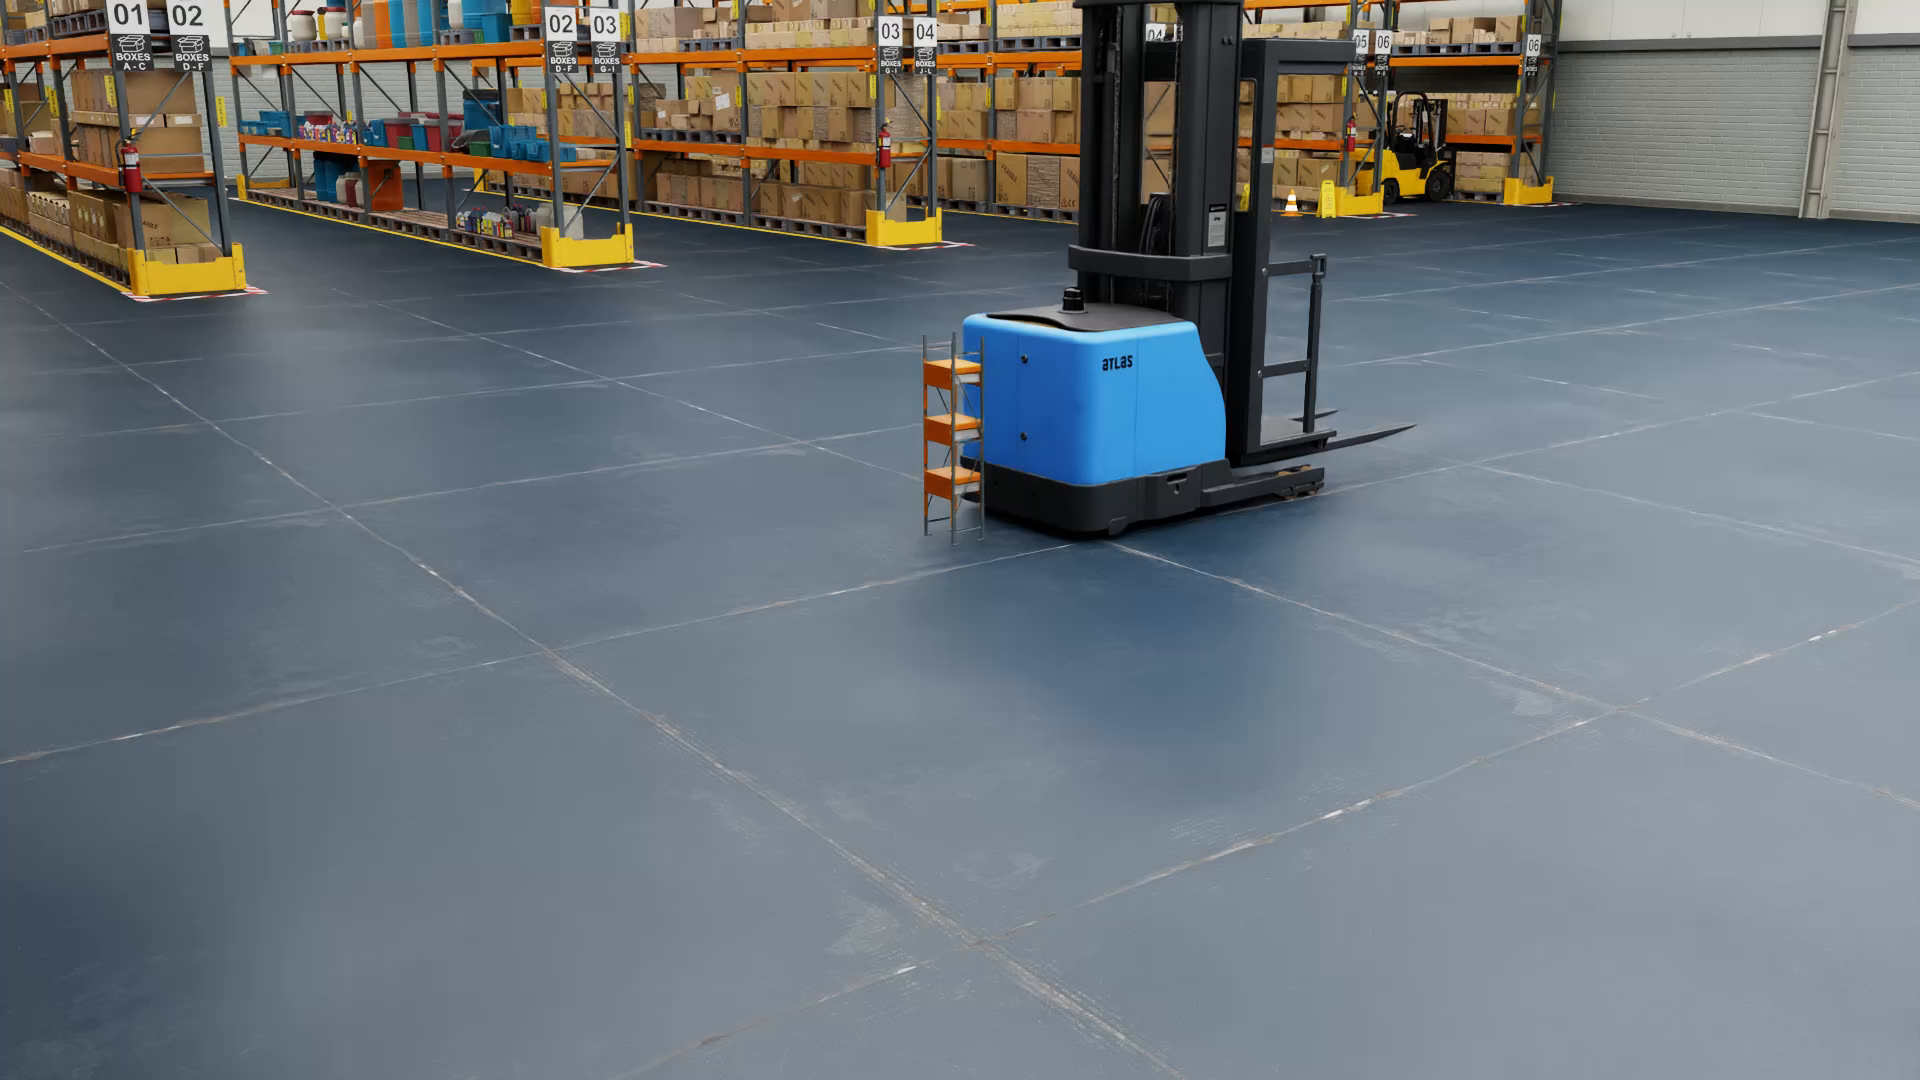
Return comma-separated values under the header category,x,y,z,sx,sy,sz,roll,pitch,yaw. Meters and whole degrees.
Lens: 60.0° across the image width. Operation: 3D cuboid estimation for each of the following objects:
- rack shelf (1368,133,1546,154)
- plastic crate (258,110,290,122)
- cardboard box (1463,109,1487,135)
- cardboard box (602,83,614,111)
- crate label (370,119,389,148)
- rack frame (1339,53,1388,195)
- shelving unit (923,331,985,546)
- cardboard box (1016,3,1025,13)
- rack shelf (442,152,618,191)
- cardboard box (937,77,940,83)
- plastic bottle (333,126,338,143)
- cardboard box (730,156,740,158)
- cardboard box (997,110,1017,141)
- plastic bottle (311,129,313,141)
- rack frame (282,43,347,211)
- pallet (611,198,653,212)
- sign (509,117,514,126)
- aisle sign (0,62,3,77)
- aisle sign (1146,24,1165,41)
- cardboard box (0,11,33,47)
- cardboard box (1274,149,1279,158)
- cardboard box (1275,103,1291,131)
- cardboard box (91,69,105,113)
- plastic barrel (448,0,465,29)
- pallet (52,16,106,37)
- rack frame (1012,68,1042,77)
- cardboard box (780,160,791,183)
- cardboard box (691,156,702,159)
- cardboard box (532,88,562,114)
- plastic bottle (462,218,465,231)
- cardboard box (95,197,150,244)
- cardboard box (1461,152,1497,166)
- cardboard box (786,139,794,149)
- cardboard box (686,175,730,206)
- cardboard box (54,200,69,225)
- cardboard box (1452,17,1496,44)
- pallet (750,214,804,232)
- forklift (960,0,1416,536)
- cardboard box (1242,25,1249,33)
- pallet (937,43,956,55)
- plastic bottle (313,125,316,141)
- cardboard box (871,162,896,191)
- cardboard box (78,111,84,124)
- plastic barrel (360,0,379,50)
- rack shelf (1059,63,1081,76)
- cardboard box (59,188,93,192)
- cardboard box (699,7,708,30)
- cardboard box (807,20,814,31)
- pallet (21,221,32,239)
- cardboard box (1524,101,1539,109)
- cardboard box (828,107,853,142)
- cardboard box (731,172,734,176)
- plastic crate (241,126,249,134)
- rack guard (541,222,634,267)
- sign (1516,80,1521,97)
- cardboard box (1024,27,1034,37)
category,x,y,z,sx,sy,sz,roll,pitch,yaw
rack shelf,10.074,-8.221,34.293,1.077,0.370,4.000,-11,19,-35
plastic crate,-13.845,-8.483,33.706,0.616,0.435,0.499,-11,19,-35
cardboard box,10.451,-8.366,33.269,0.500,0.500,0.500,-10,18,-33
cardboard box,-6.280,-8.370,31.385,0.797,0.503,0.637,-10,18,-33
crate label,-9.123,-6.534,26.699,0.502,0.435,0.616,-11,19,-35
rack frame,7.237,-7.369,29.820,1.000,3.000,0.127,-11,19,-35
shelving unit,-0.031,-0.518,8.479,0.215,1.050,0.252,-11,19,-35
cardboard box,1.180,-9.156,28.645,0.380,0.149,0.250,-11,19,-35
rack shelf,-5.961,-5.143,23.046,1.077,0.370,4.000,-11,19,-35
cardboard box,-0.324,-10.865,39.278,0.380,0.149,0.250,-10,18,-33
plastic bottle,-10.744,-6.979,28.613,0.061,0.283,0.133,-11,19,-35
cardboard box,-5.141,-8.874,38.793,0.380,0.149,0.250,-12,19,-37
cardboard box,1.167,-7.429,29.753,0.875,0.550,0.550,-11,19,-35
plastic bottle,-11.558,-7.243,29.734,0.097,0.201,0.097,0,15,0
rack frame,-11.841,-7.625,30.753,1.000,3.000,0.127,-11,19,-35
pallet,-5.885,-6.375,31.467,1.003,0.211,1.213,-11,19,-35
sign,-6.685,-6.133,24.778,0.100,0.325,0.005,-11,19,-35
aisle sign,-17.994,-9.027,30.951,0.394,0.787,0.004,-11,19,-35
aisle sign,3.092,-7.772,26.365,0.394,0.787,0.004,-11,19,-35
cardboard box,-13.781,-7.586,24.738,0.910,0.500,0.500,-11,19,-35
cardboard box,5.986,-7.230,31.072,0.380,0.149,0.250,-10,18,-32
cardboard box,6.113,-7.849,30.820,0.500,0.500,0.500,-11,19,-35
cardboard box,-9.994,-5.407,20.003,0.700,0.500,0.500,-11,19,-34
plastic barrel,-7.043,-7.497,23.598,0.421,0.512,0.421,0,15,0
pallet,-10.623,-6.375,20.670,1.003,0.211,1.213,-11,19,-35
rack frame,1.843,-11.557,45.120,1.000,3.000,0.127,-11,19,-35
cardboard box,-3.543,-7.940,35.843,0.500,0.500,0.500,-10,18,-32
cardboard box,-6.082,-8.946,39.057,0.380,0.149,0.250,-12,19,-37
cardboard box,-8.321,-8.883,33.650,0.500,0.500,0.500,-10,18,-33
plastic bottle,-7.185,-4.600,24.167,0.097,0.201,0.097,0,15,0
cardboard box,-9.950,-3.812,19.814,0.500,0.500,0.500,-11,19,-35
cardboard box,10.422,-7.657,33.390,0.500,0.250,0.500,-10,18,-34
cardboard box,-2.493,-6.209,26.054,0.380,0.149,0.250,-11,19,-35
cardboard box,-4.397,-6.170,29.338,0.700,0.500,0.500,-9,18,-30
cardboard box,-11.927,-4.447,22.494,0.500,0.311,0.500,-10,18,-33
cardboard box,10.271,-10.177,33.223,0.700,0.500,0.500,-11,19,-34
pallet,-2.707,-5.203,27.184,1.003,0.211,1.213,-11,19,-35
forklift,1.460,-1.733,9.357,3.031,2.935,1.130,-12,19,-38
cardboard box,5.451,-9.602,31.259,0.380,0.149,0.250,-12,19,-36
pallet,-0.330,-9.276,31.461,1.003,0.211,1.213,-10,18,-32
plastic bottle,-11.448,-7.234,29.547,0.061,0.283,0.133,-11,19,-35
cardboard box,-1.126,-7.261,32.890,1.050,0.750,0.750,-11,19,-35
cardboard box,-10.844,-5.314,20.891,0.380,0.149,0.250,-11,19,-36
plastic barrel,-9.182,-8.250,26.406,0.600,0.901,0.600,0,15,0
rack shelf,3.710,-9.750,34.200,1.077,0.370,4.000,-11,19,-35
cardboard box,-13.534,-5.151,25.615,0.500,0.500,0.500,-10,18,-32
cardboard box,-4.411,-8.997,28.947,0.500,0.500,0.500,-10,18,-34
cardboard box,-2.077,-7.754,25.070,0.380,0.149,0.250,-12,19,-37
pallet,-13.906,-4.823,25.798,1.003,0.211,1.213,-11,19,-35
cardboard box,11.261,-8.615,32.950,0.380,0.149,0.250,-11,19,-36
cardboard box,-1.471,-6.233,24.914,0.875,0.500,0.500,-11,19,-35
cardboard box,-4.977,-8.287,37.779,0.380,0.149,0.250,-10,18,-33
plastic crate,-14.192,-8.196,33.224,0.250,0.136,0.298,-11,19,-35
rack guard,-4.868,-3.866,21.753,1.175,0.500,0.348,-11,19,-35
sign,10.803,-8.732,32.156,0.100,0.325,0.005,-11,19,-35
cardboard box,1.326,-8.718,28.554,0.380,0.149,0.250,-11,19,-35
